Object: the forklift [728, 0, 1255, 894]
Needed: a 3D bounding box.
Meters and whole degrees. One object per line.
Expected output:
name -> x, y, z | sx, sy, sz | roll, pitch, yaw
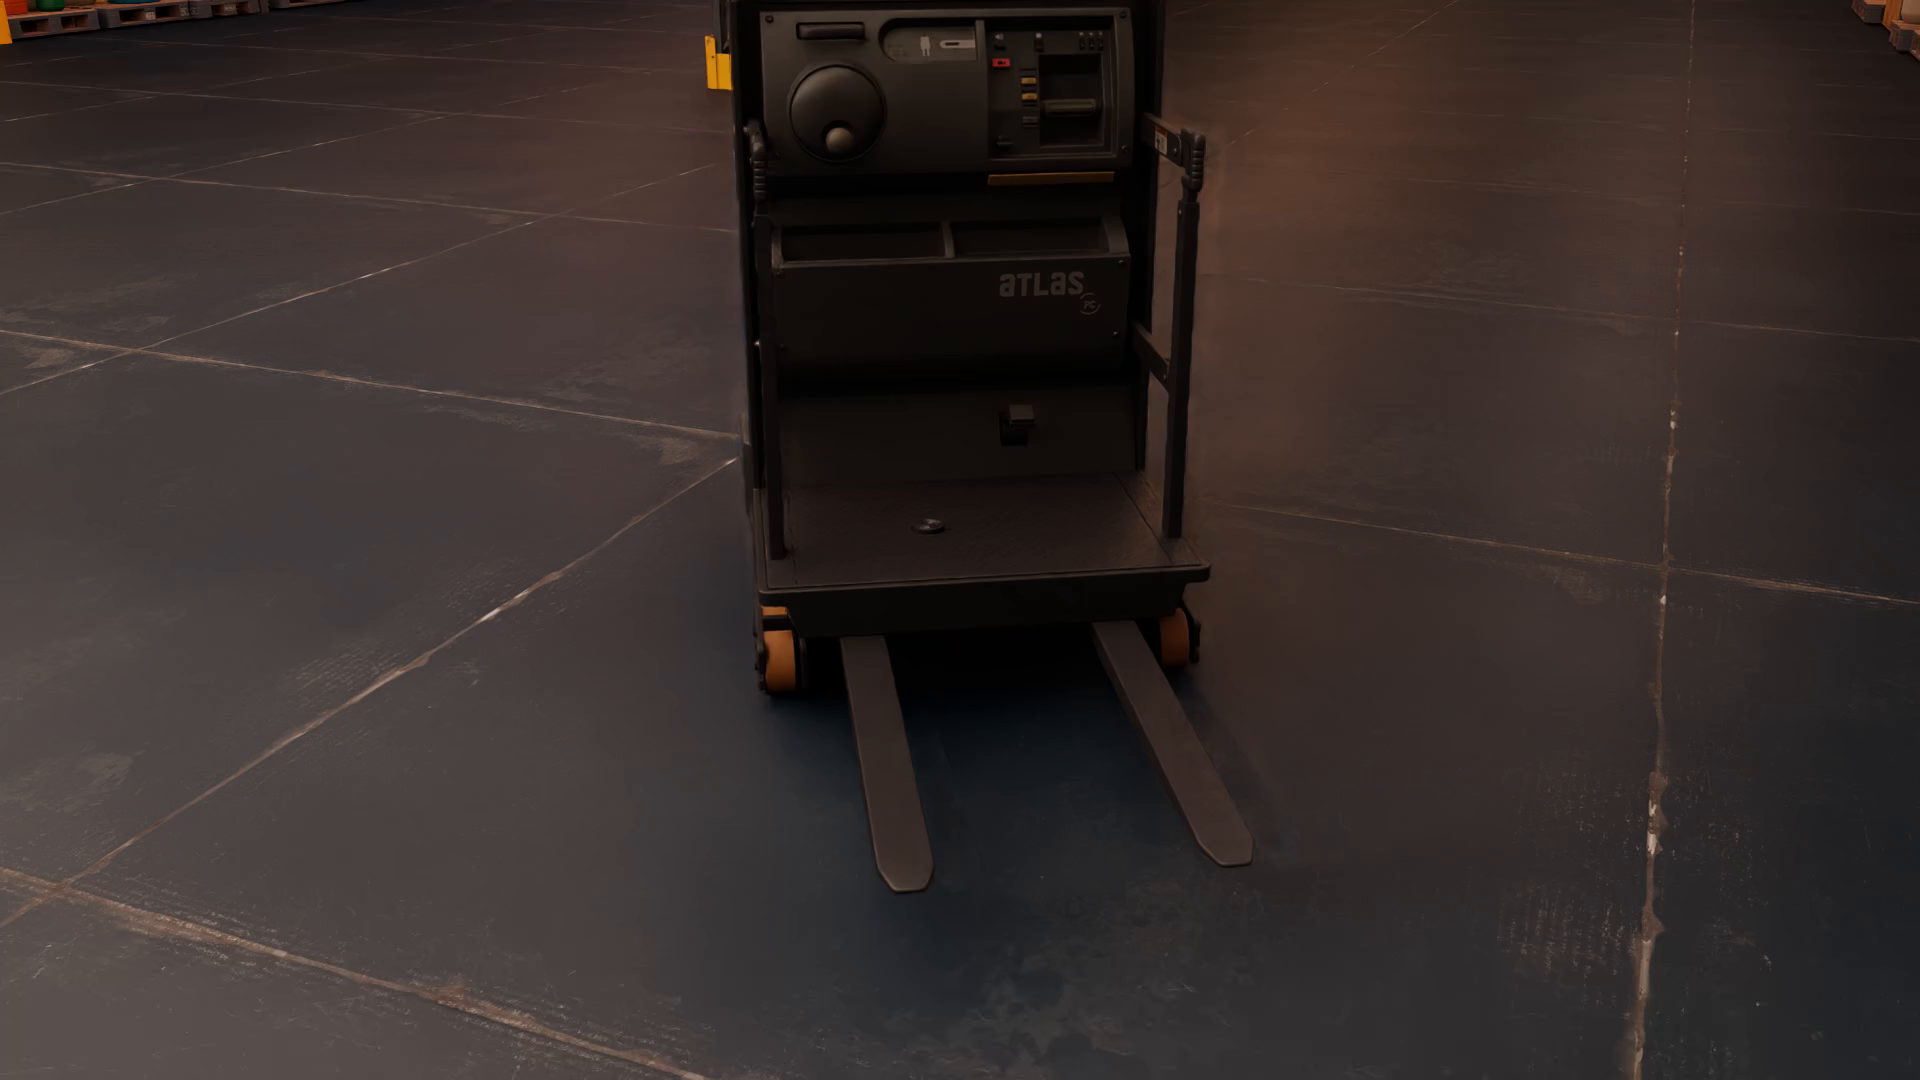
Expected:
forklift -> 0.006, -1.108, 3.944 | 1.130, 2.935, 3.031 | -3, 23, -7
